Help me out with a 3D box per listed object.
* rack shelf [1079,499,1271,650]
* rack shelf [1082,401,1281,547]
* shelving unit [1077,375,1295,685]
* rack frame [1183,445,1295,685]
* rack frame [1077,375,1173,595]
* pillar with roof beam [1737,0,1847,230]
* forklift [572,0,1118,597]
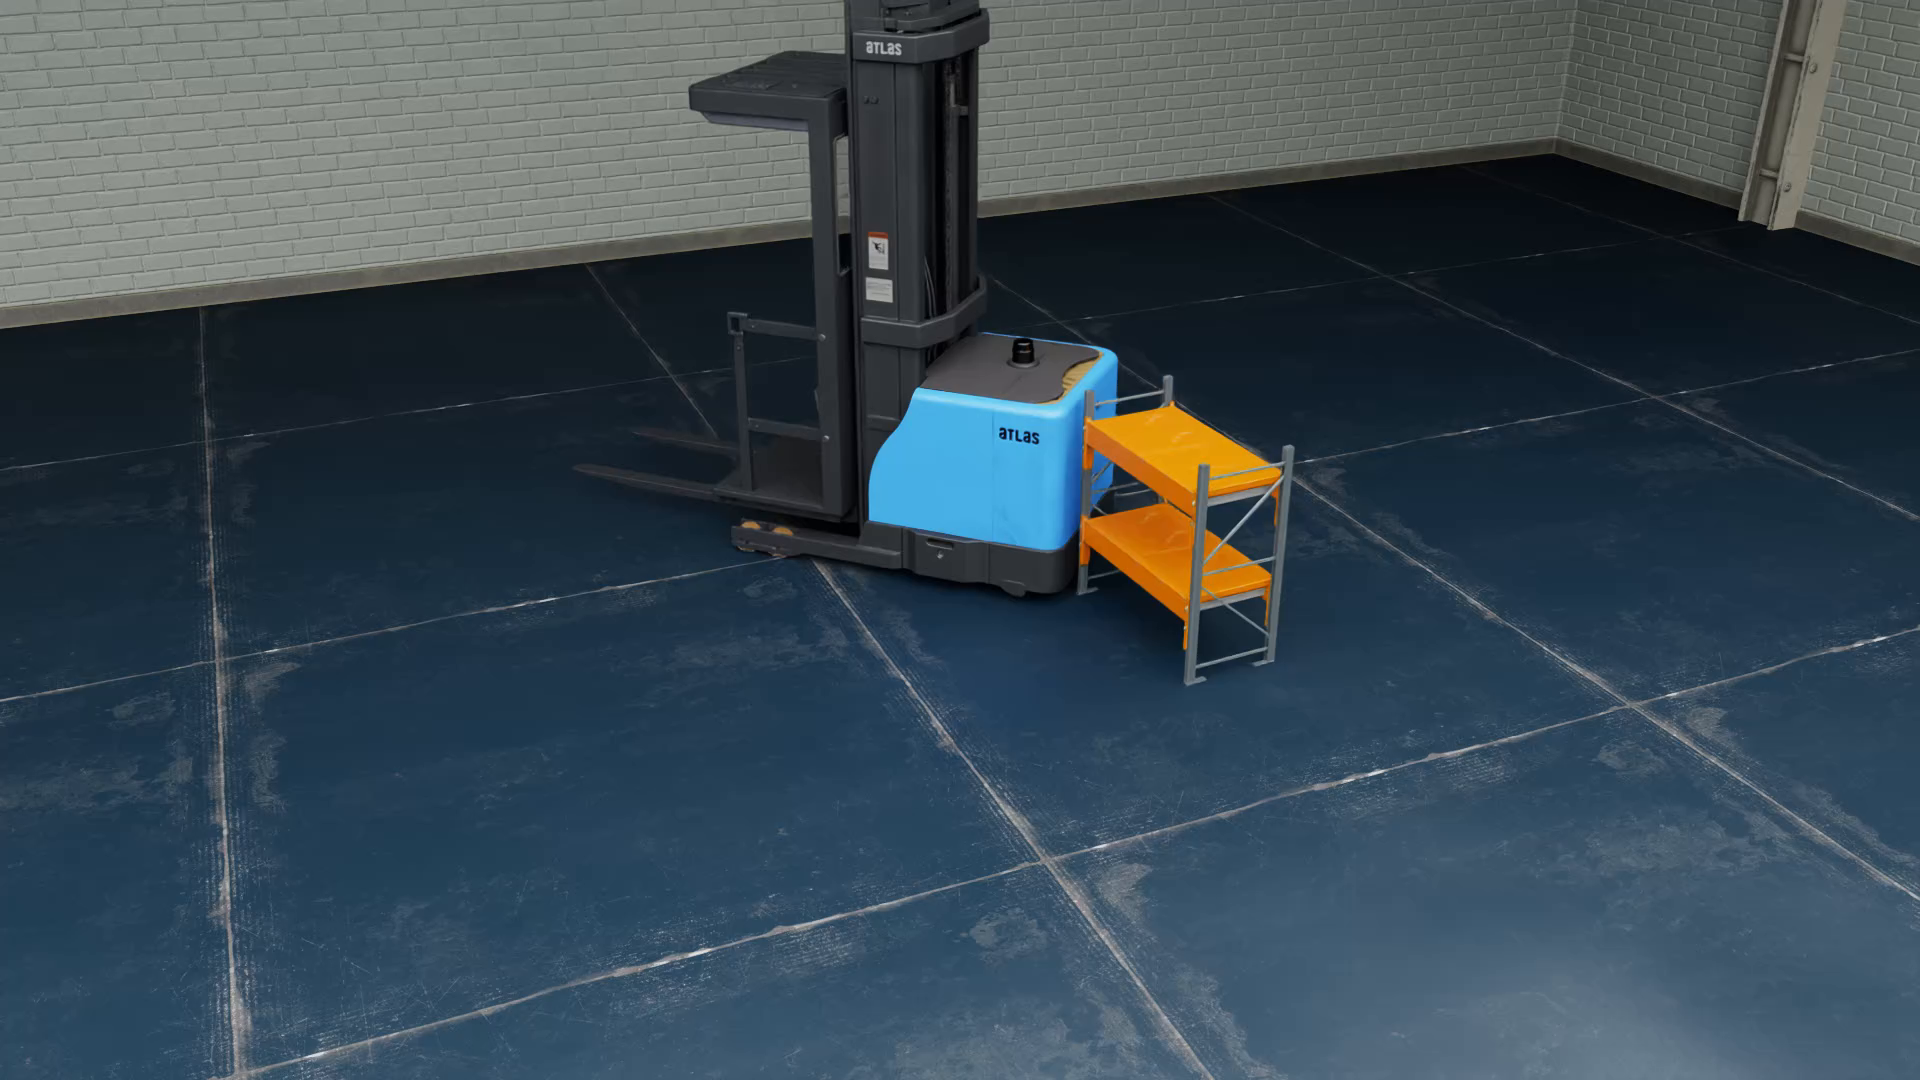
[{"bbox_3d":[1.066,0.145,8.228,0.538,0.278,1.000,-12,29,-23],"label":"rack shelf"},{"bbox_3d":[1.066,-0.337,7.992,0.538,0.278,1.000,-12,29,-23],"label":"rack shelf"},{"bbox_3d":[1.066,-0.074,8.120,0.538,1.125,1.048,-12,29,-23],"label":"shelving unit"},{"bbox_3d":[1.289,0.126,7.710,0.500,1.125,0.032,-12,29,-23],"label":"rack frame"},{"bbox_3d":[0.844,-0.275,8.531,0.500,1.125,0.032,-12,29,-23],"label":"rack frame"},{"bbox_3d":[3.398,-6.195,11.682,9.100,9.000,0.400,-11,28,-21],"label":"pillar with roof beam"},{"bbox_3d":[-0.712,-1.422,8.821,3.031,2.935,1.130,10,28,19],"label":"forklift"}]
